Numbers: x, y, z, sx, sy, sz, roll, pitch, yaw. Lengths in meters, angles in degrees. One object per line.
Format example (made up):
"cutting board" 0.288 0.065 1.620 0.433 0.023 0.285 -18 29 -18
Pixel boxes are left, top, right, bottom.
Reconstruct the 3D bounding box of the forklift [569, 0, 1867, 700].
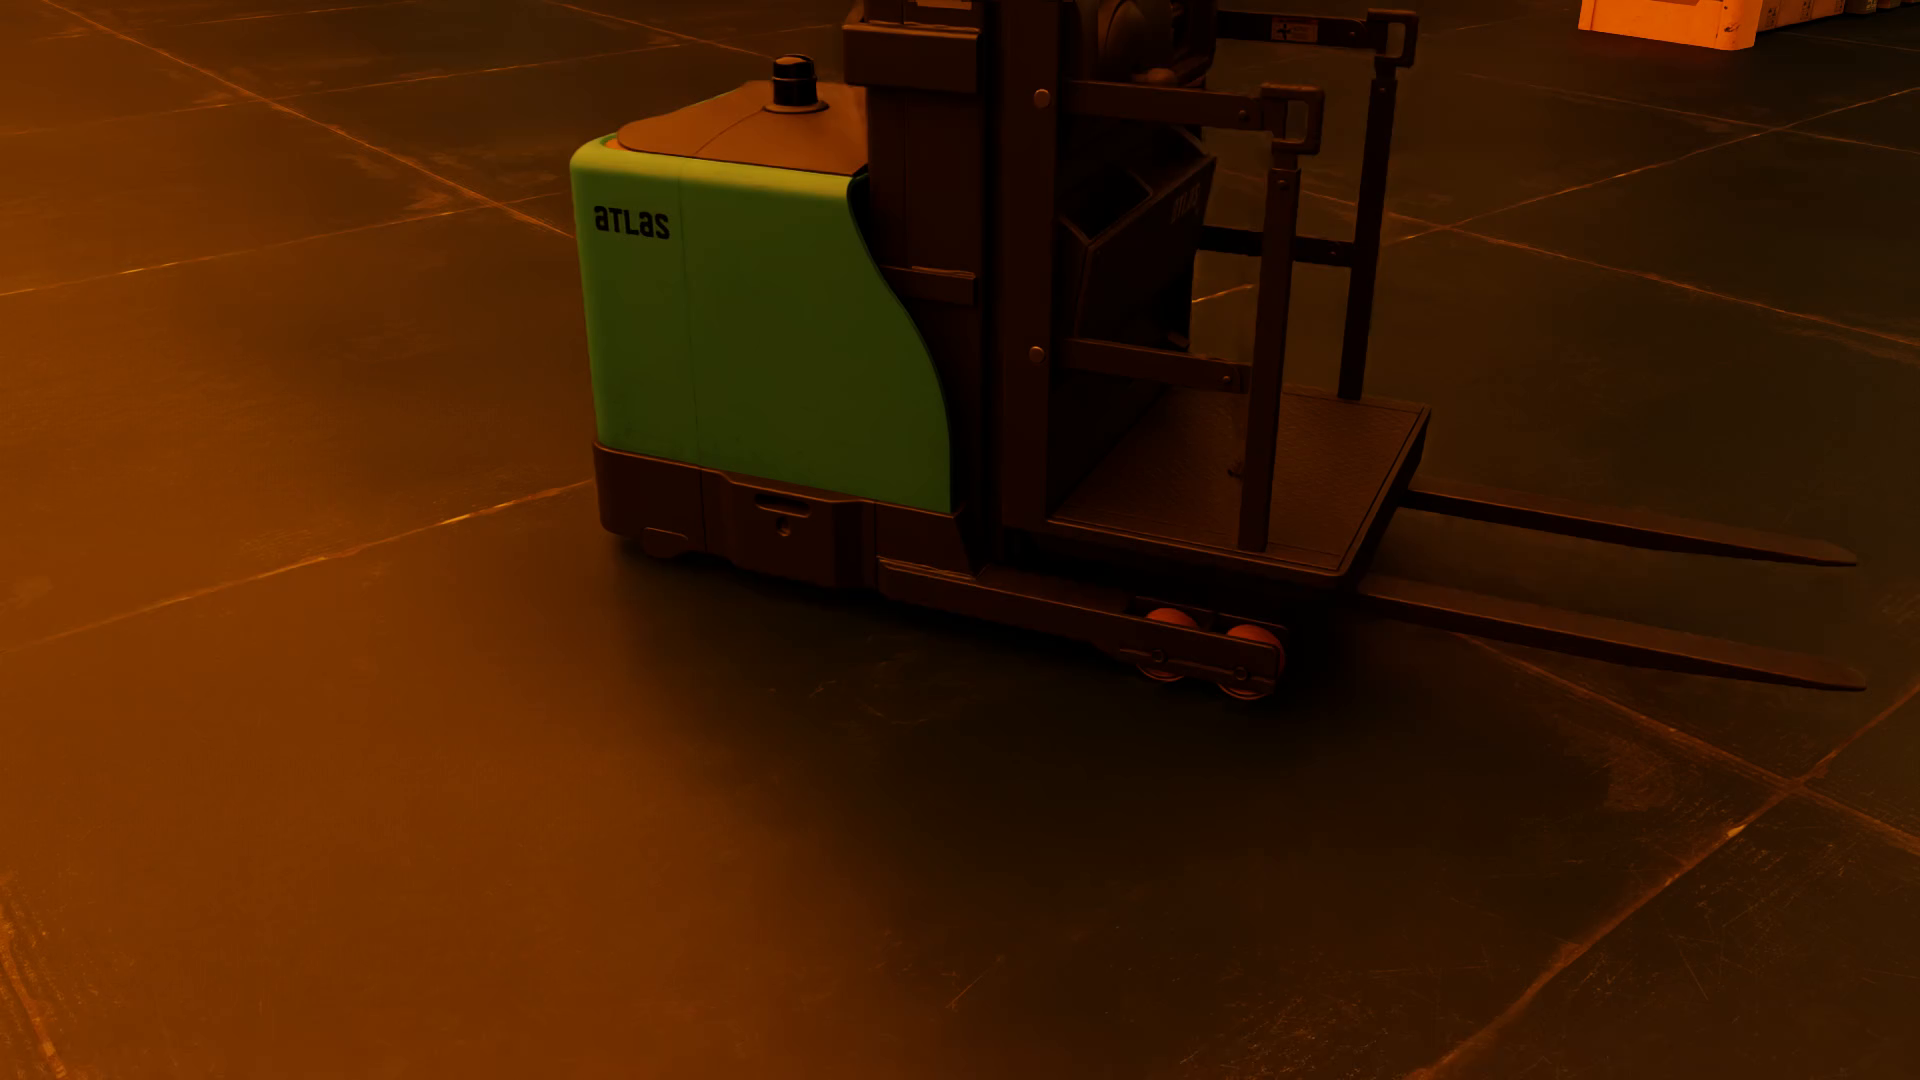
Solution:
"forklift" 0.600 -1.219 3.661 3.031 2.935 1.130 11 29 21
